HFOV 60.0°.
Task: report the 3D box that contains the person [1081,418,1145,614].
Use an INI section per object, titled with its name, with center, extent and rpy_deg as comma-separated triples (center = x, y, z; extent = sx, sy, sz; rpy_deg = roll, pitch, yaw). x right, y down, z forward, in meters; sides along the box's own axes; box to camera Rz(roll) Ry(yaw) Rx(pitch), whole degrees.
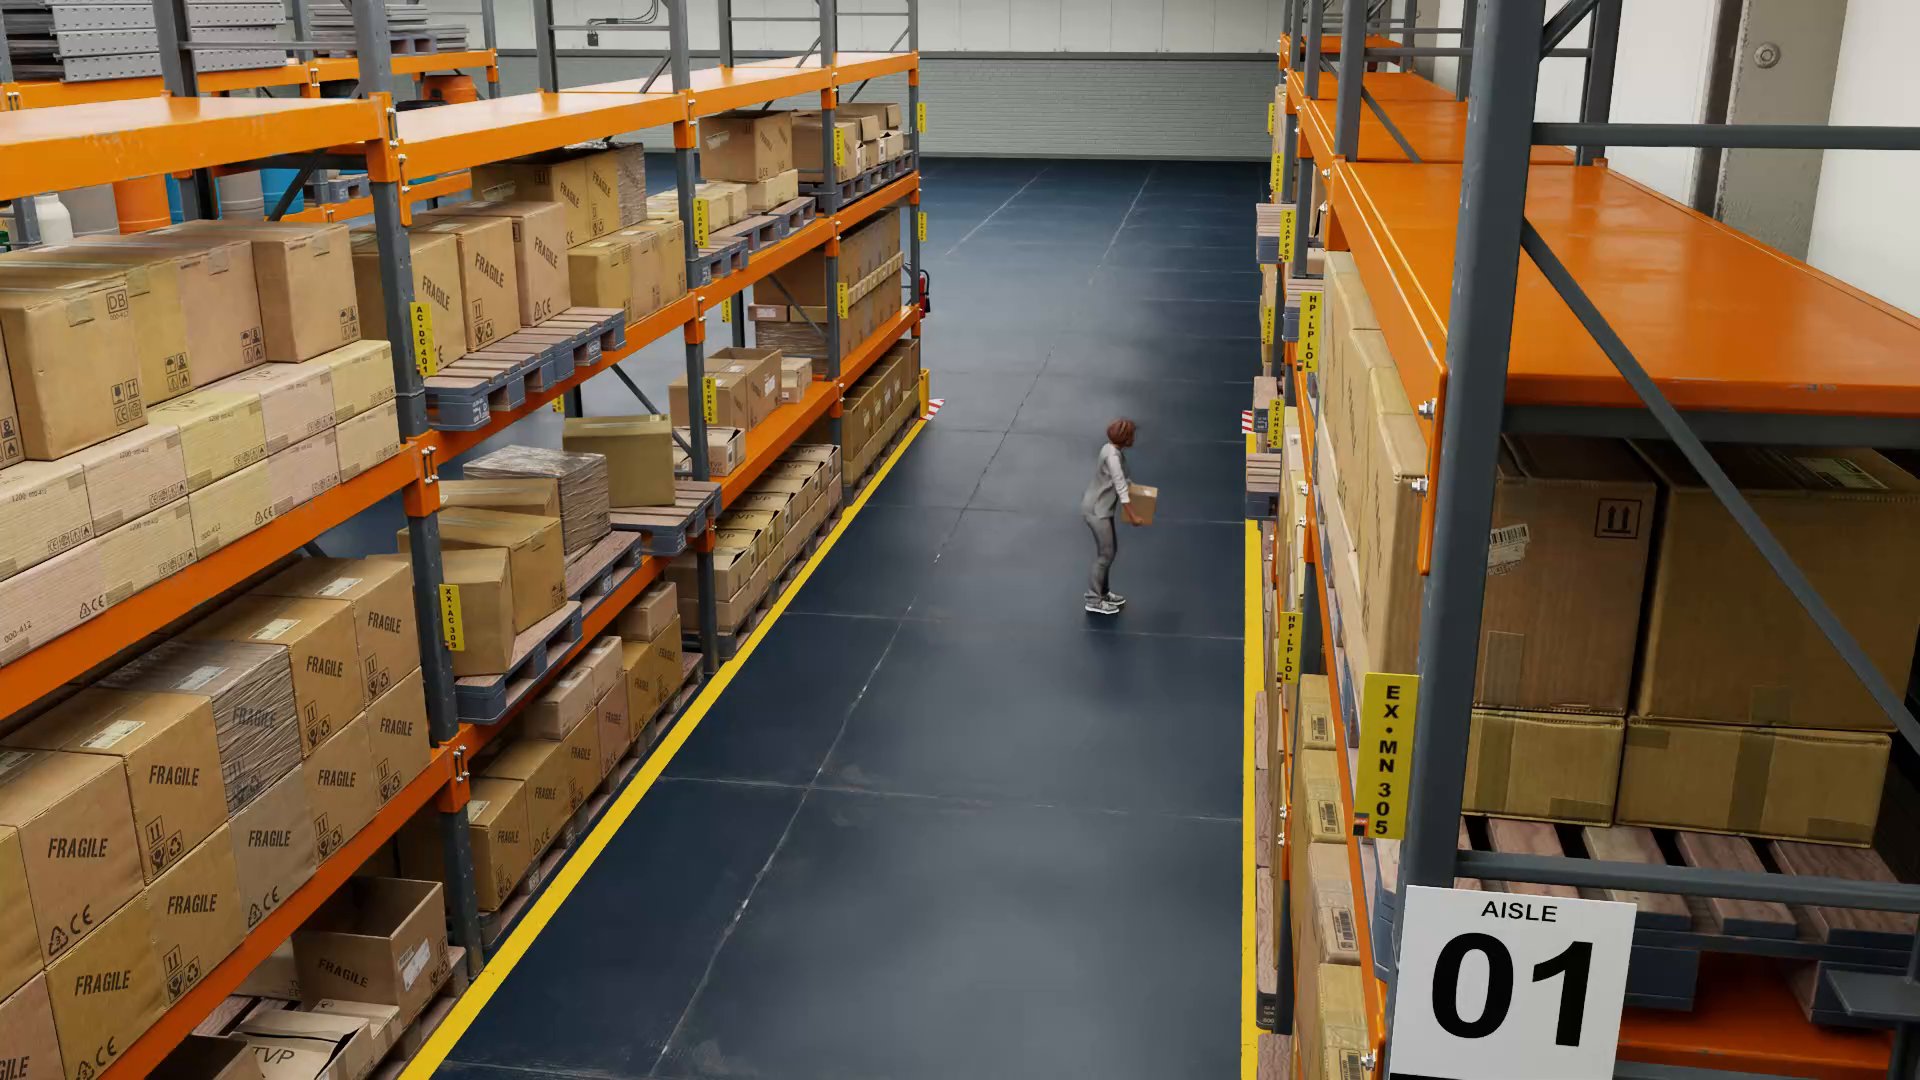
[person]
center = 1.220, -0.199, 13.222
extent = 0.525, 1.577, 0.374
rpy_deg = 3, 18, 8
